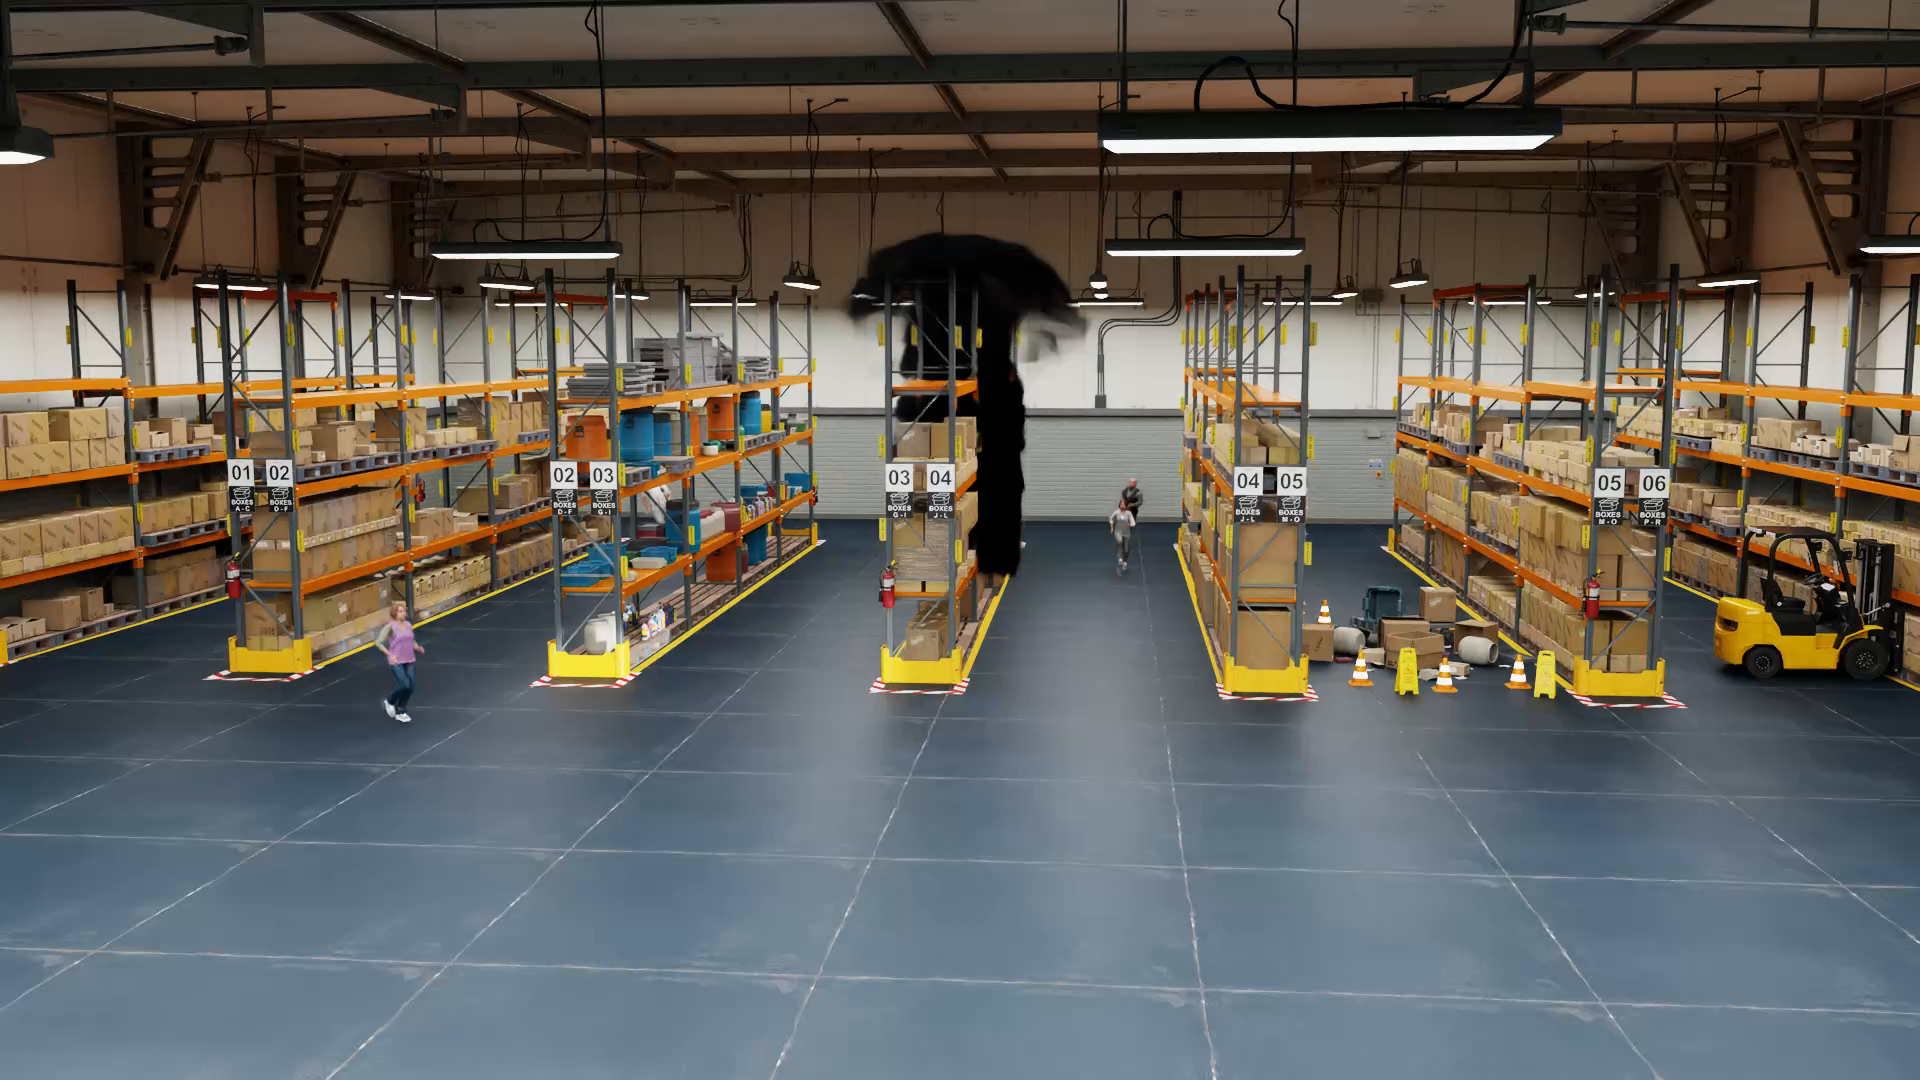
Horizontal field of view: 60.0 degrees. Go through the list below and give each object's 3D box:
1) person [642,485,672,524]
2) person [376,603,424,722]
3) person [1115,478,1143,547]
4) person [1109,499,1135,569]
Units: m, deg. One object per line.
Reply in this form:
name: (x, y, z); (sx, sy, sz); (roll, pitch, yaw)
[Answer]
person: (-7.353, -0.764, 40.480); (0.714, 1.722, 0.767); (-2, 7, -17)
person: (-7.260, 1.614, 21.670); (0.541, 1.533, 0.532); (4, 8, 32)
person: (4.040, -0.650, 39.755); (0.720, 1.679, 0.621); (4, 8, 28)
person: (3.430, -0.095, 35.139); (0.537, 1.515, 0.894); (0, 7, 2)
